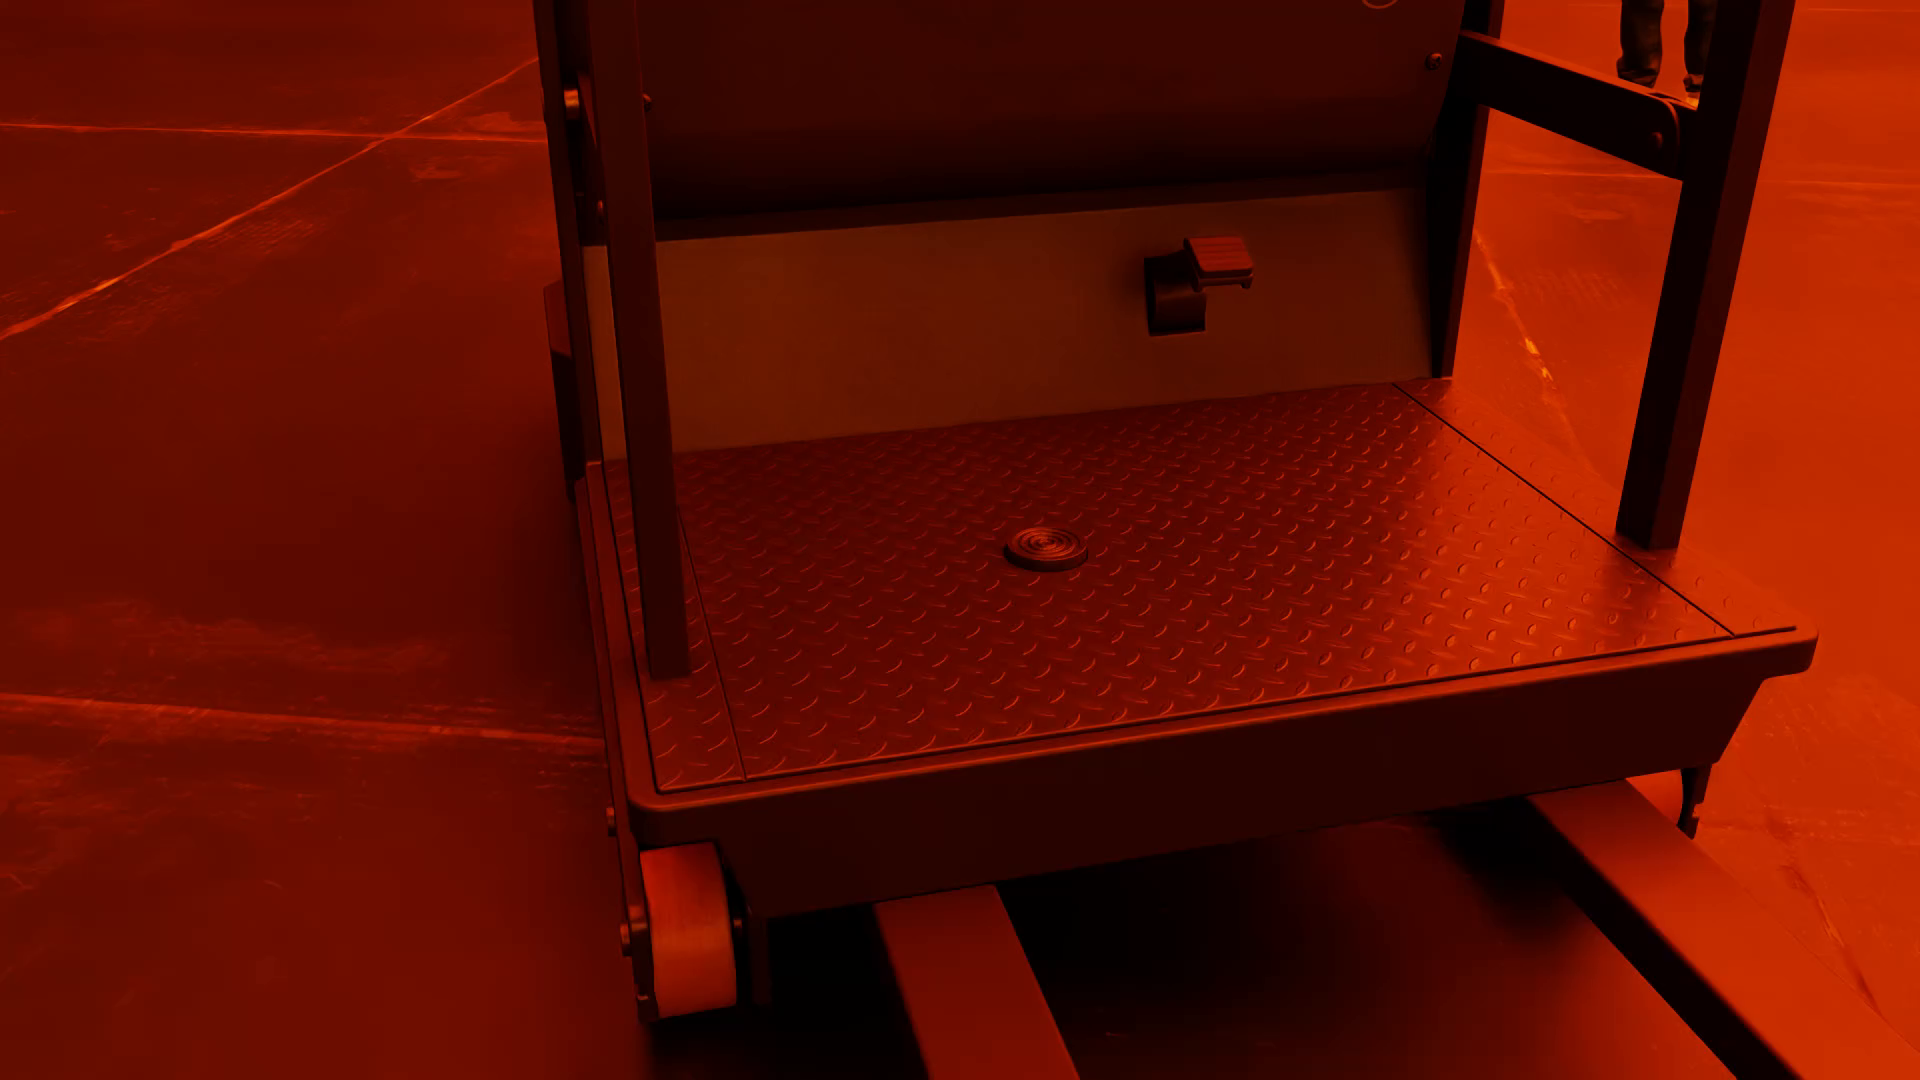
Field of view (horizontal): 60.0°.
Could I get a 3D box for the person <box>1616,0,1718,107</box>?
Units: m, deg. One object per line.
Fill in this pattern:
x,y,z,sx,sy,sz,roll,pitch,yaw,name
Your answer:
2.117,-2.062,4.831,0.517,1.599,0.472,11,29,21,person

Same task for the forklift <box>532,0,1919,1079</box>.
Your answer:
0.153,-1.049,1.319,1.130,2.935,3.031,-7,27,-13,forklift
